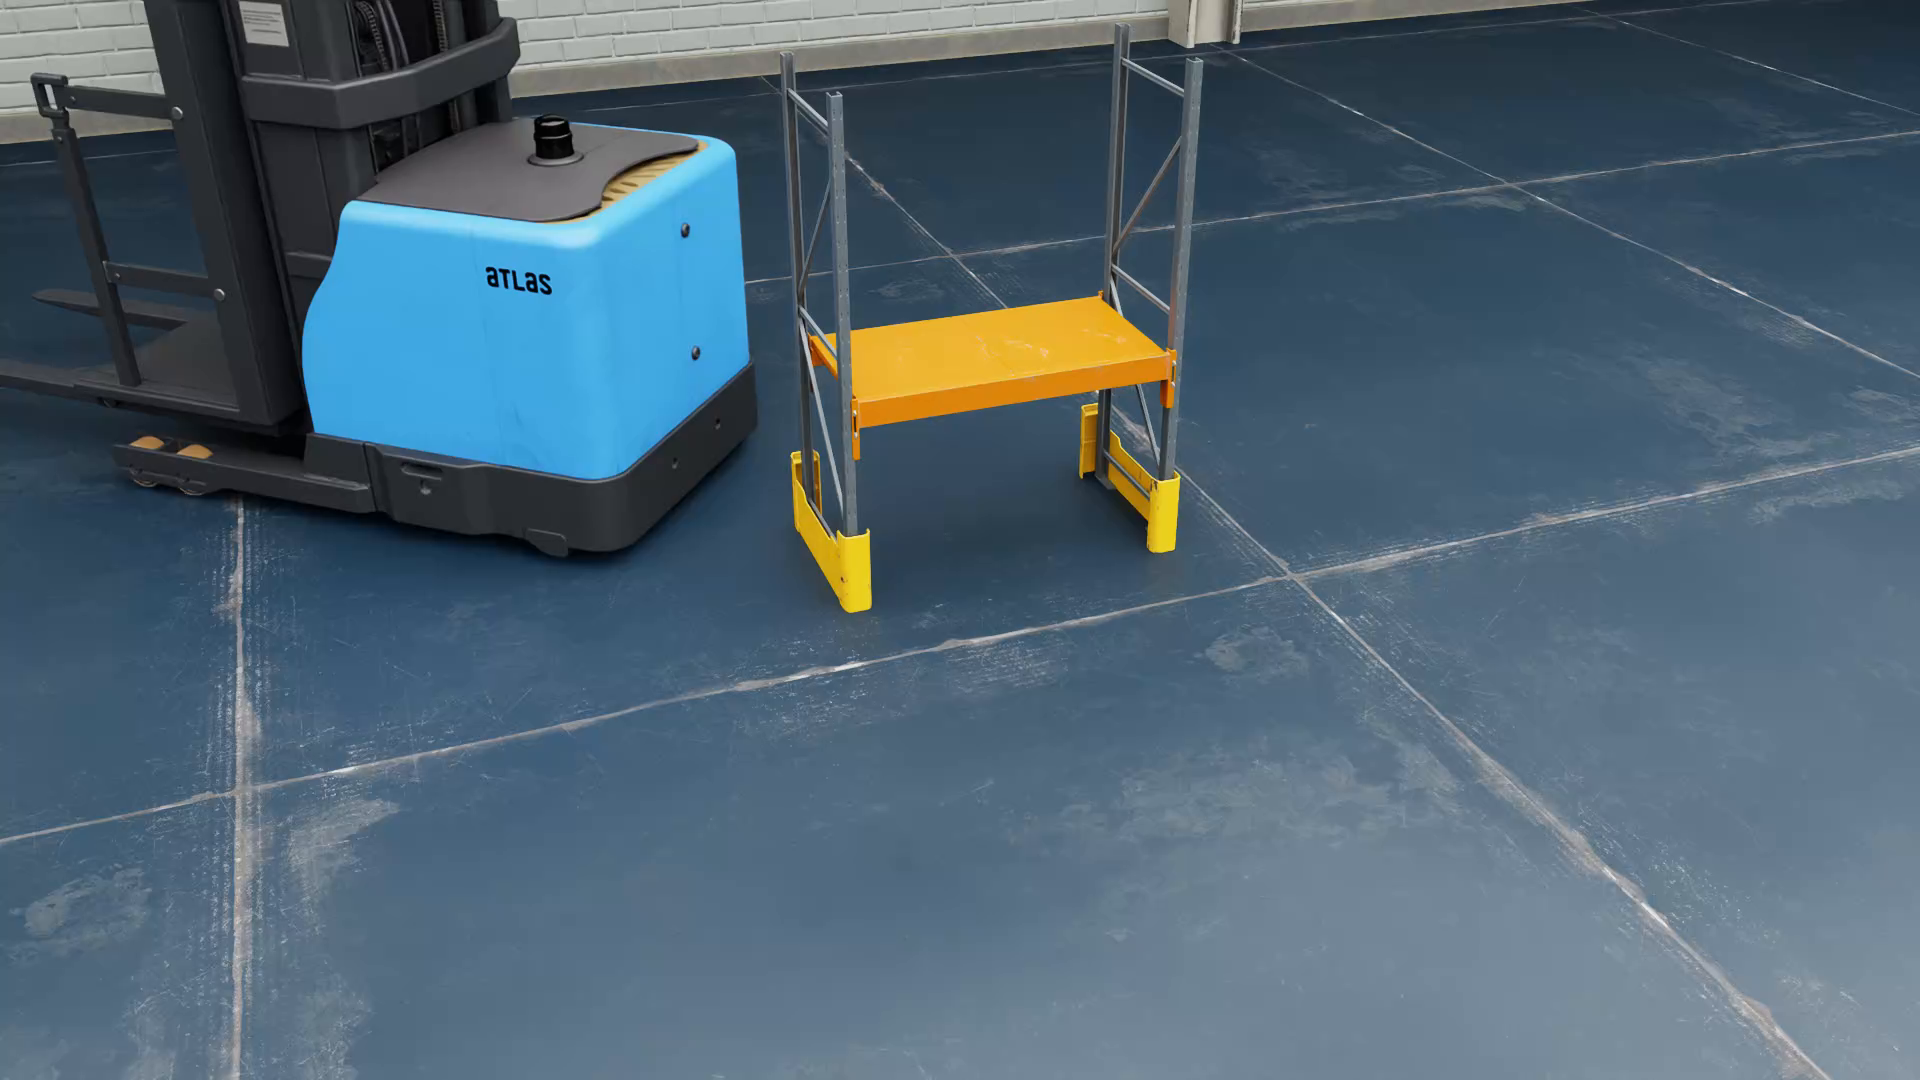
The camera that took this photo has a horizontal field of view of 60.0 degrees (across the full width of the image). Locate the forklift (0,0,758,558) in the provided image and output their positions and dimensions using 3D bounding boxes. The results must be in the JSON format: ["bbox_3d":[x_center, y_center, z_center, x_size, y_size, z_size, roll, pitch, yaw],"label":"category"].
[{"bbox_3d":[-2.280,-1.653,5.191,3.031,2.935,1.130,10,31,17],"label":"forklift"}]

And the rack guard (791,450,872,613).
[{"bbox_3d":[-0.395,-0.036,5.060,0.087,0.250,0.587,-10,31,-18],"label":"rack guard"}]

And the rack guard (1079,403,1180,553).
[{"bbox_3d":[0.538,-0.208,5.362,0.087,0.250,0.587,-10,31,-18],"label":"rack guard"}]

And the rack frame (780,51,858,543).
[{"bbox_3d":[-0.396,-0.579,4.751,0.032,1.500,0.500,-10,31,-18],"label":"rack frame"}]

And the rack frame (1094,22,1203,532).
[{"bbox_3d":[0.556,-0.754,5.059,0.032,1.500,0.500,-10,31,-18],"label":"rack frame"}]

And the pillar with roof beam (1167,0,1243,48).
[{"bbox_3d":[3.123,-5.250,5.374,0.400,9.000,9.100,-10,31,-18],"label":"pillar with roof beam"}]

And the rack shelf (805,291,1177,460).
[{"bbox_3d":[0.080,-0.510,4.994,1.000,0.185,0.538,-10,31,-18],"label":"rack shelf"}]

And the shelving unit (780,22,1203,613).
[{"bbox_3d":[0.071,-0.665,4.902,1.083,1.500,0.587,-10,31,-18],"label":"shelving unit"}]
